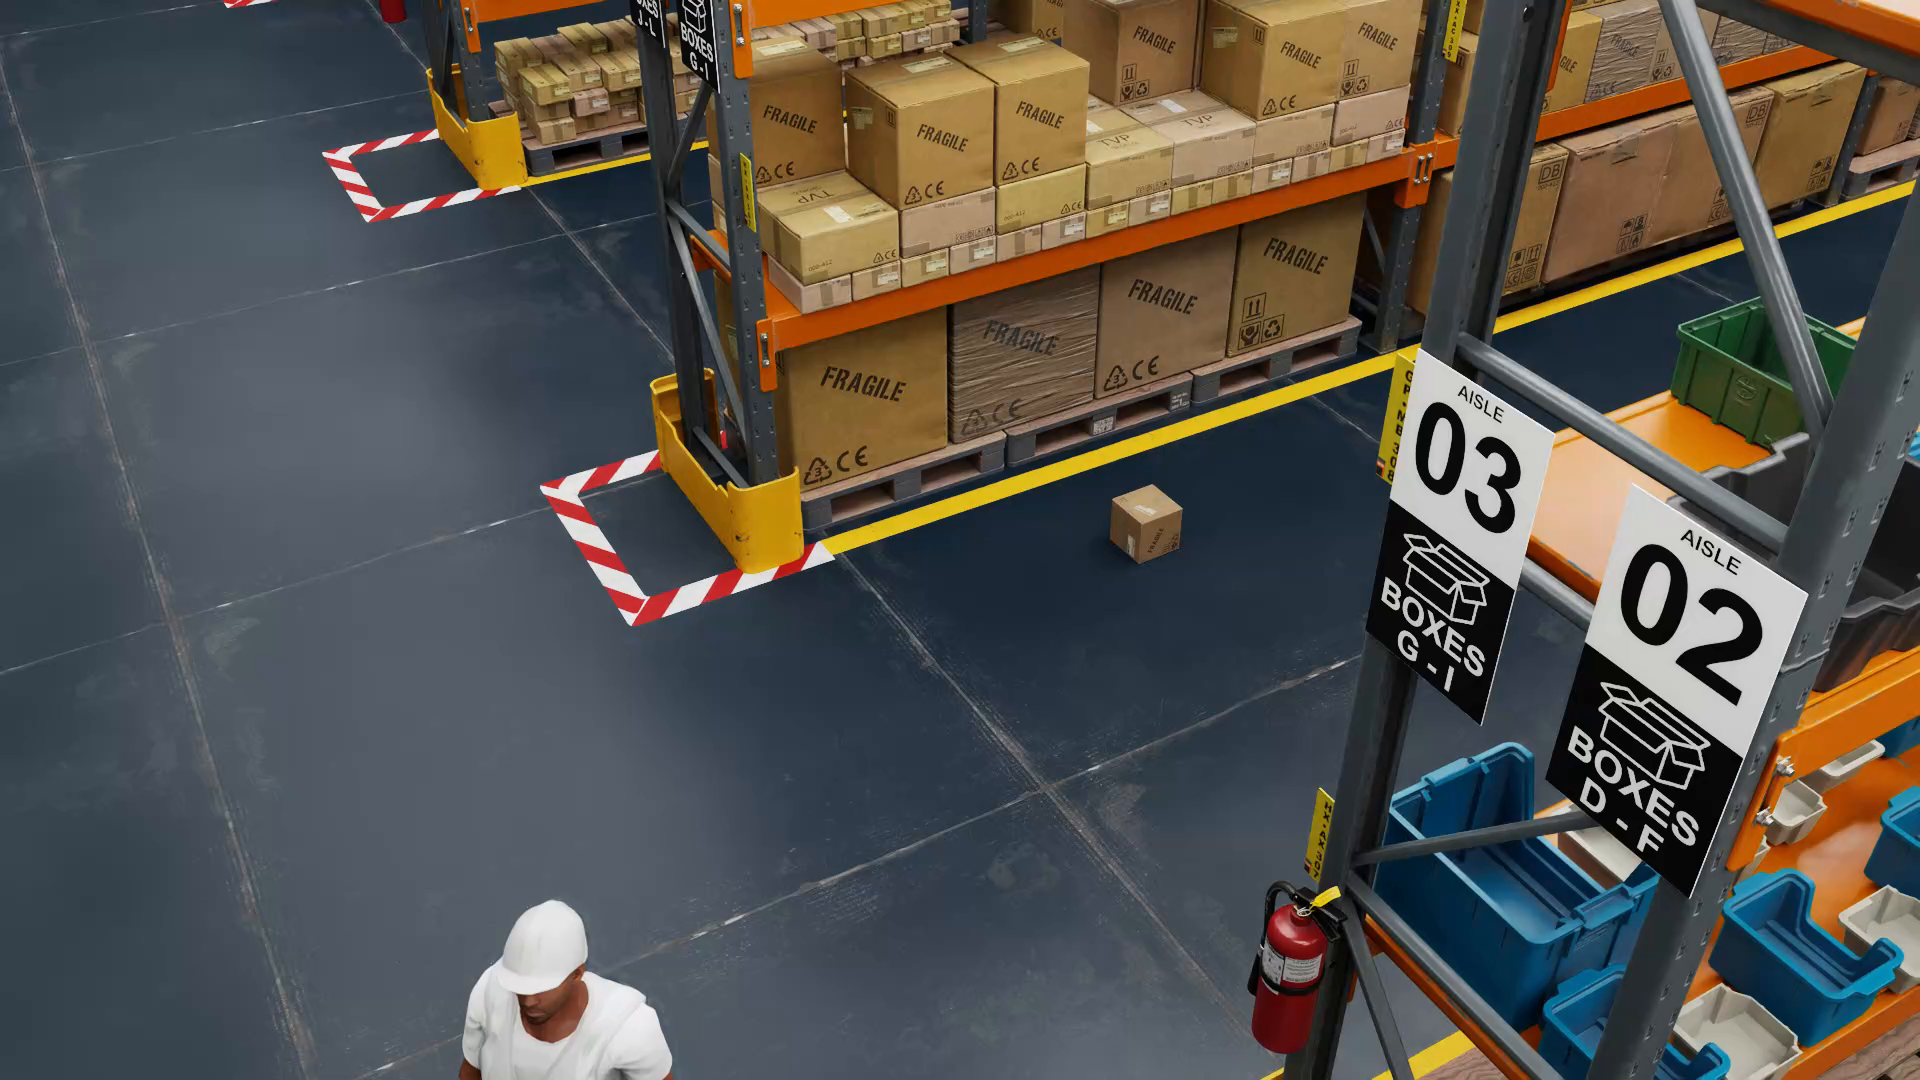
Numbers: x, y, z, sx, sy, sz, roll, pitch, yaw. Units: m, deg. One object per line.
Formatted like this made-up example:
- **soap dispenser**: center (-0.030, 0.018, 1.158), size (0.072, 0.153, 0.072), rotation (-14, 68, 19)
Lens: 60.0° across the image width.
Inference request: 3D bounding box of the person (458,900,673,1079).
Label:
- **person**: center (-1.106, 1.679, 4.656), size (0.556, 1.725, 1.028), rotation (15, 39, 19)
